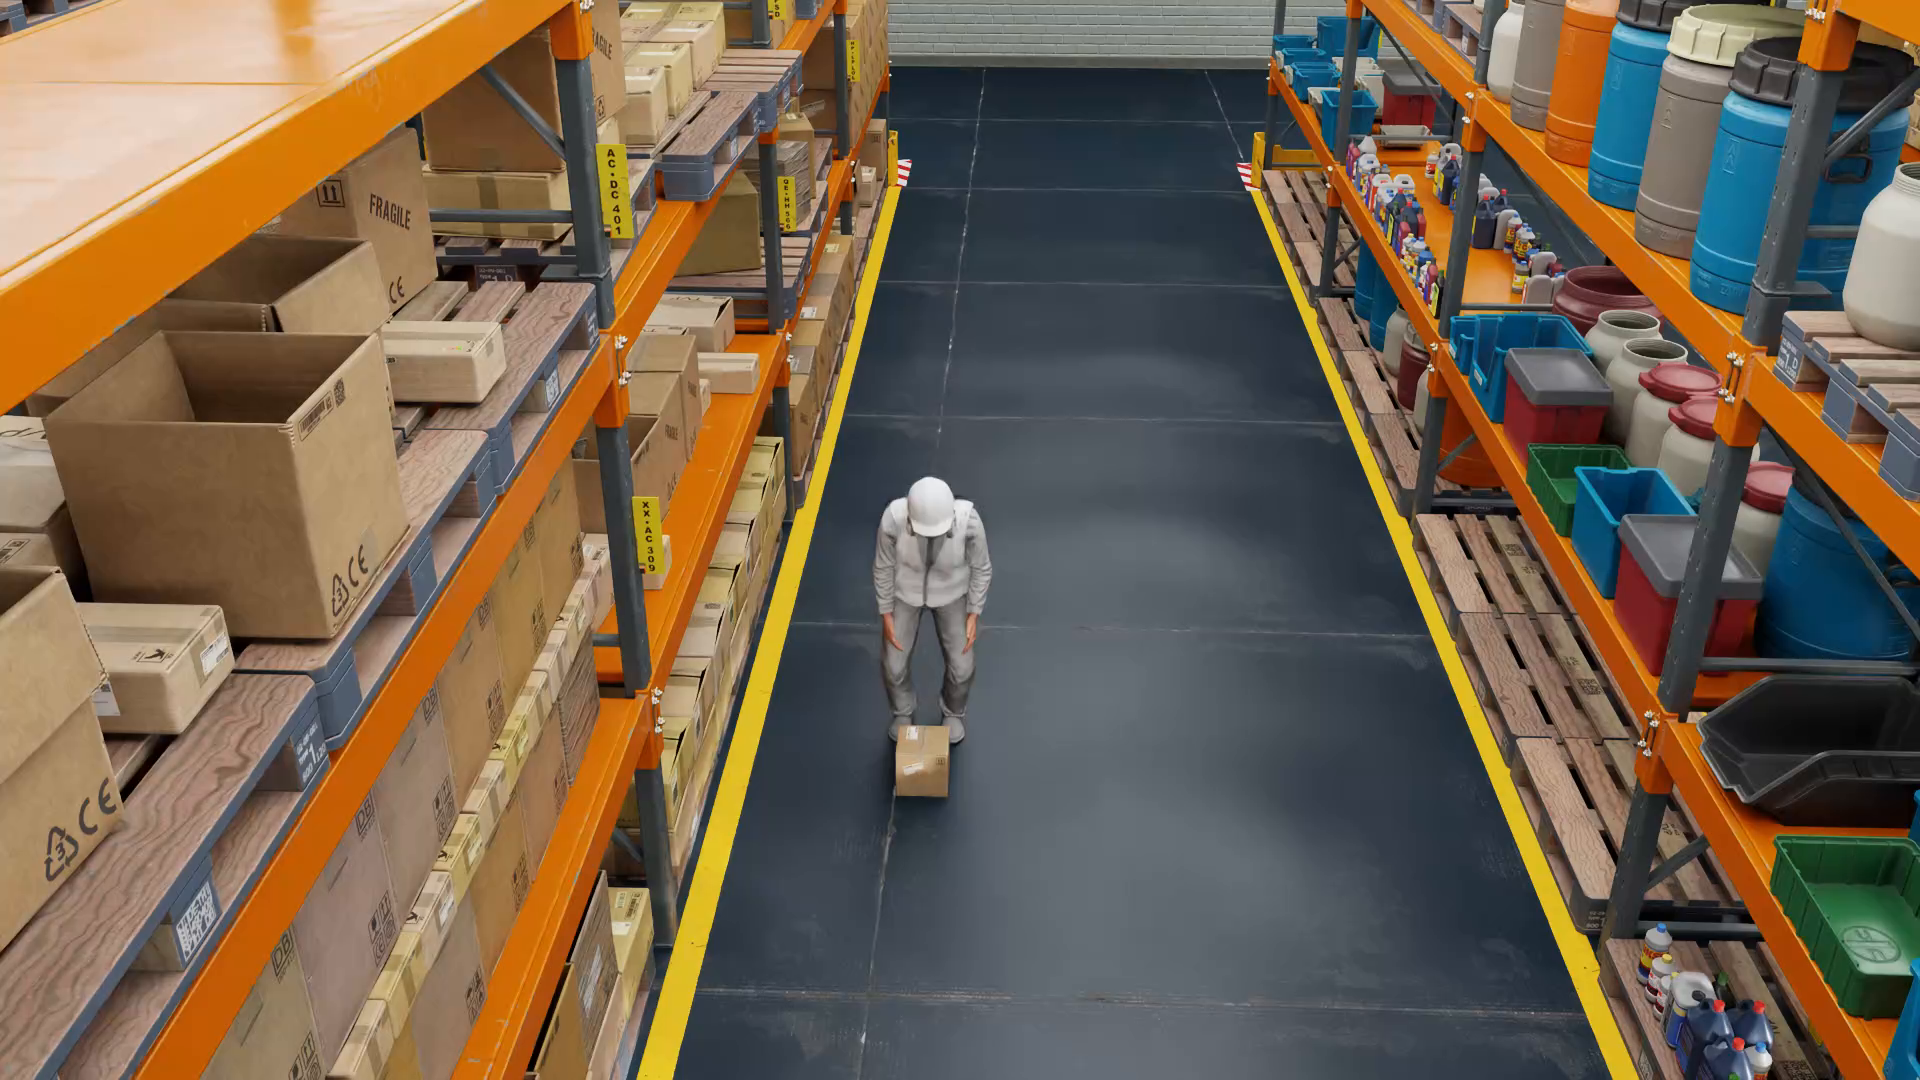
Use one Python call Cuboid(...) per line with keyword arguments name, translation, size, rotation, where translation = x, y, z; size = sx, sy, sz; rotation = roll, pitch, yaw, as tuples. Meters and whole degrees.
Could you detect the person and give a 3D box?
Cuboid(name="person", translation=(-0.133, 0.310, 8.244), size=(0.588, 1.559, 0.671), rotation=(1, 28, 2))
